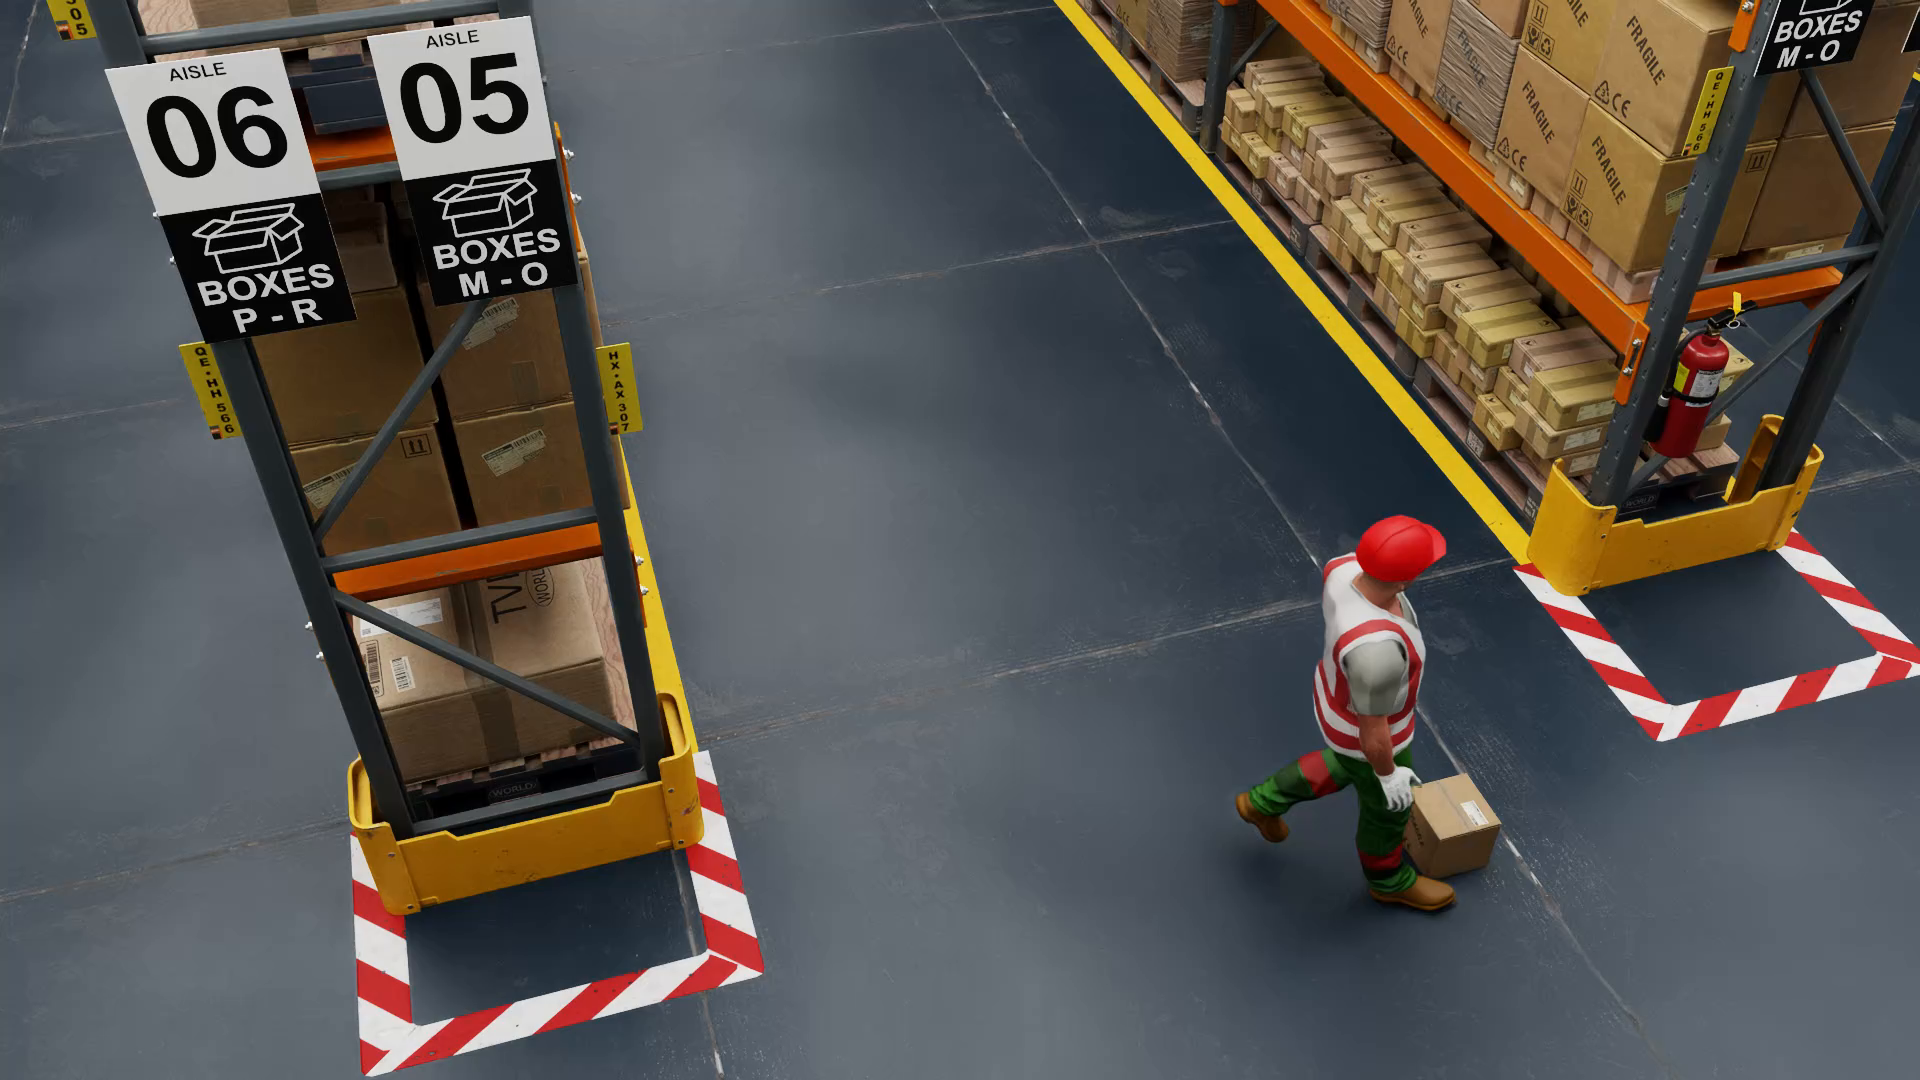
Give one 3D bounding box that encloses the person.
[{"bbox_3d":[1.387,0.591,5.496,0.792,1.769,0.590,0,42,0],"label":"person"}]
